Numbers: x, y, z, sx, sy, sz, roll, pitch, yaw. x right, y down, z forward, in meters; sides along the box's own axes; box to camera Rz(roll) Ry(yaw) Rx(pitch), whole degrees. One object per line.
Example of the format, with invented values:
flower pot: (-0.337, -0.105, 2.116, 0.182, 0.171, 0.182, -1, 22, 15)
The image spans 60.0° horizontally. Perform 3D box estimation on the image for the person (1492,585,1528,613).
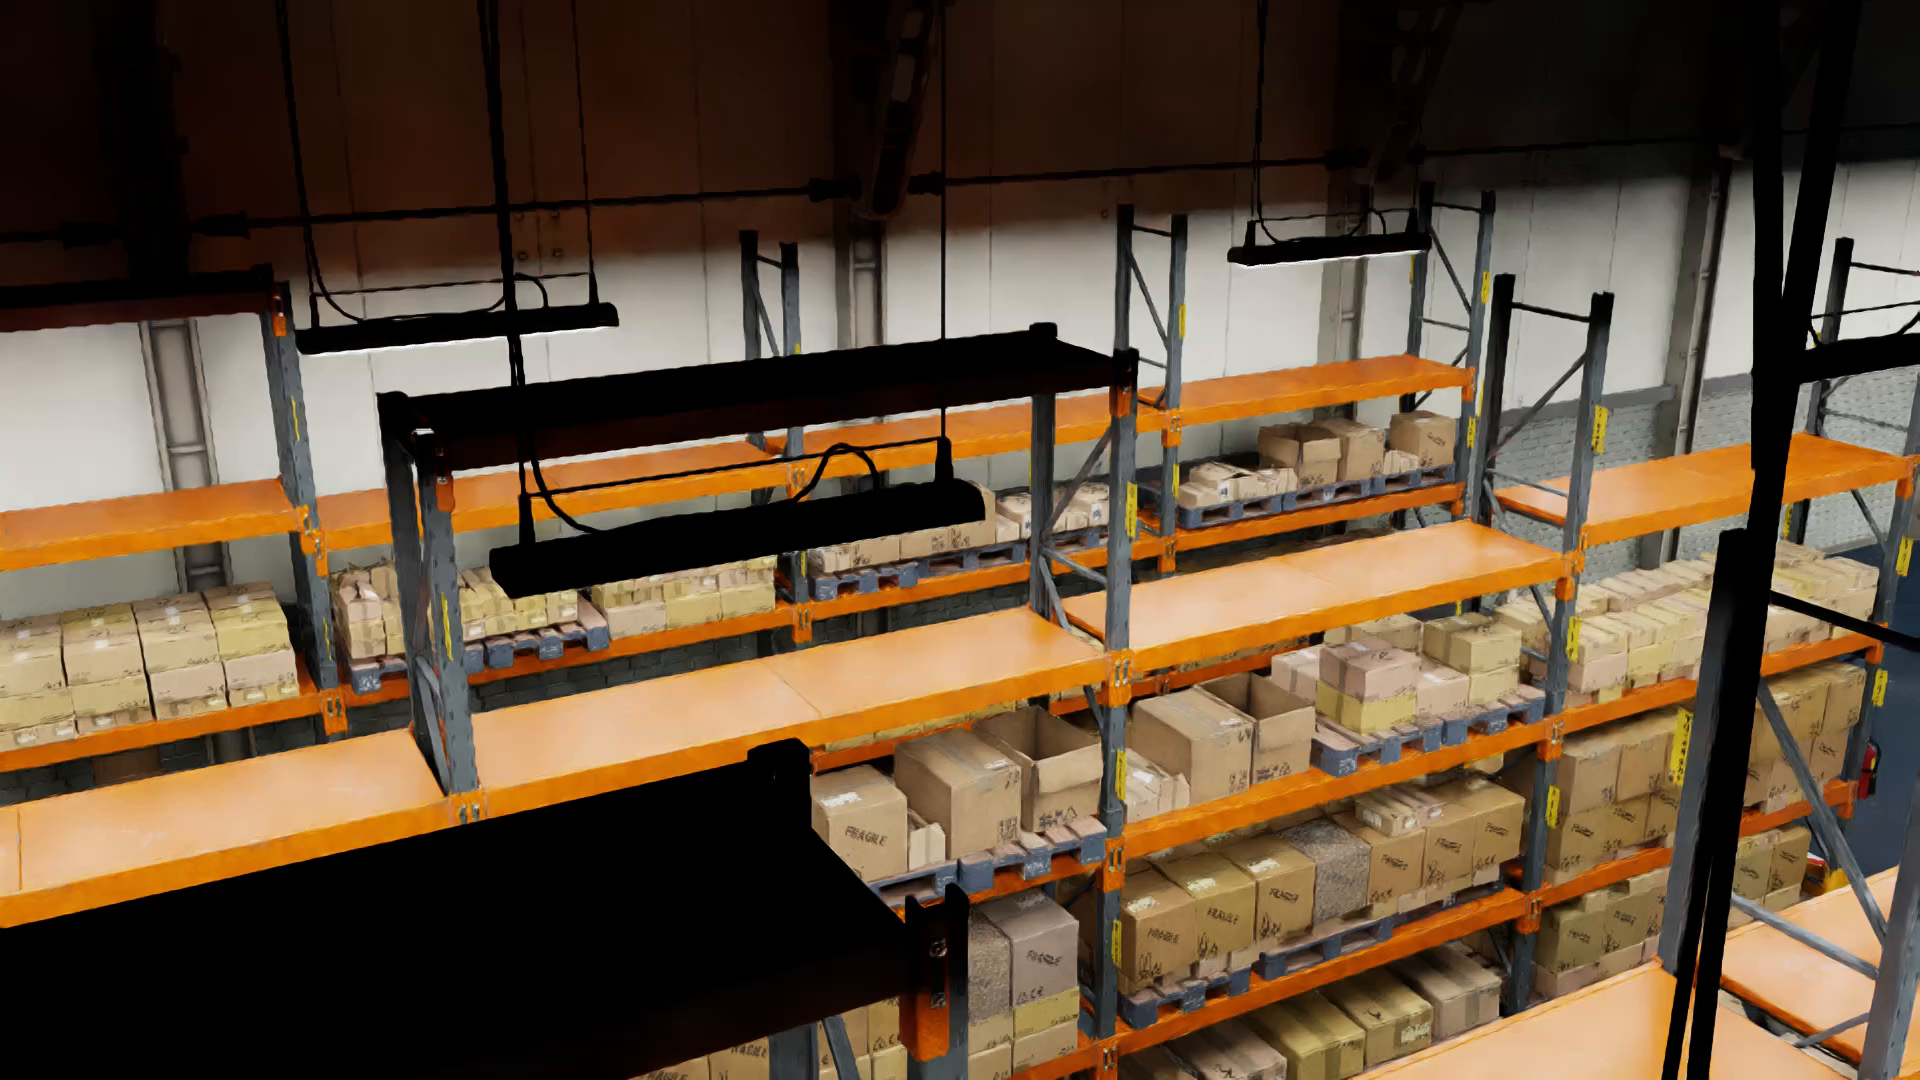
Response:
person: (6.707, 0.833, 20.519, 0.868, 1.531, 0.461, -2, 18, -6)
